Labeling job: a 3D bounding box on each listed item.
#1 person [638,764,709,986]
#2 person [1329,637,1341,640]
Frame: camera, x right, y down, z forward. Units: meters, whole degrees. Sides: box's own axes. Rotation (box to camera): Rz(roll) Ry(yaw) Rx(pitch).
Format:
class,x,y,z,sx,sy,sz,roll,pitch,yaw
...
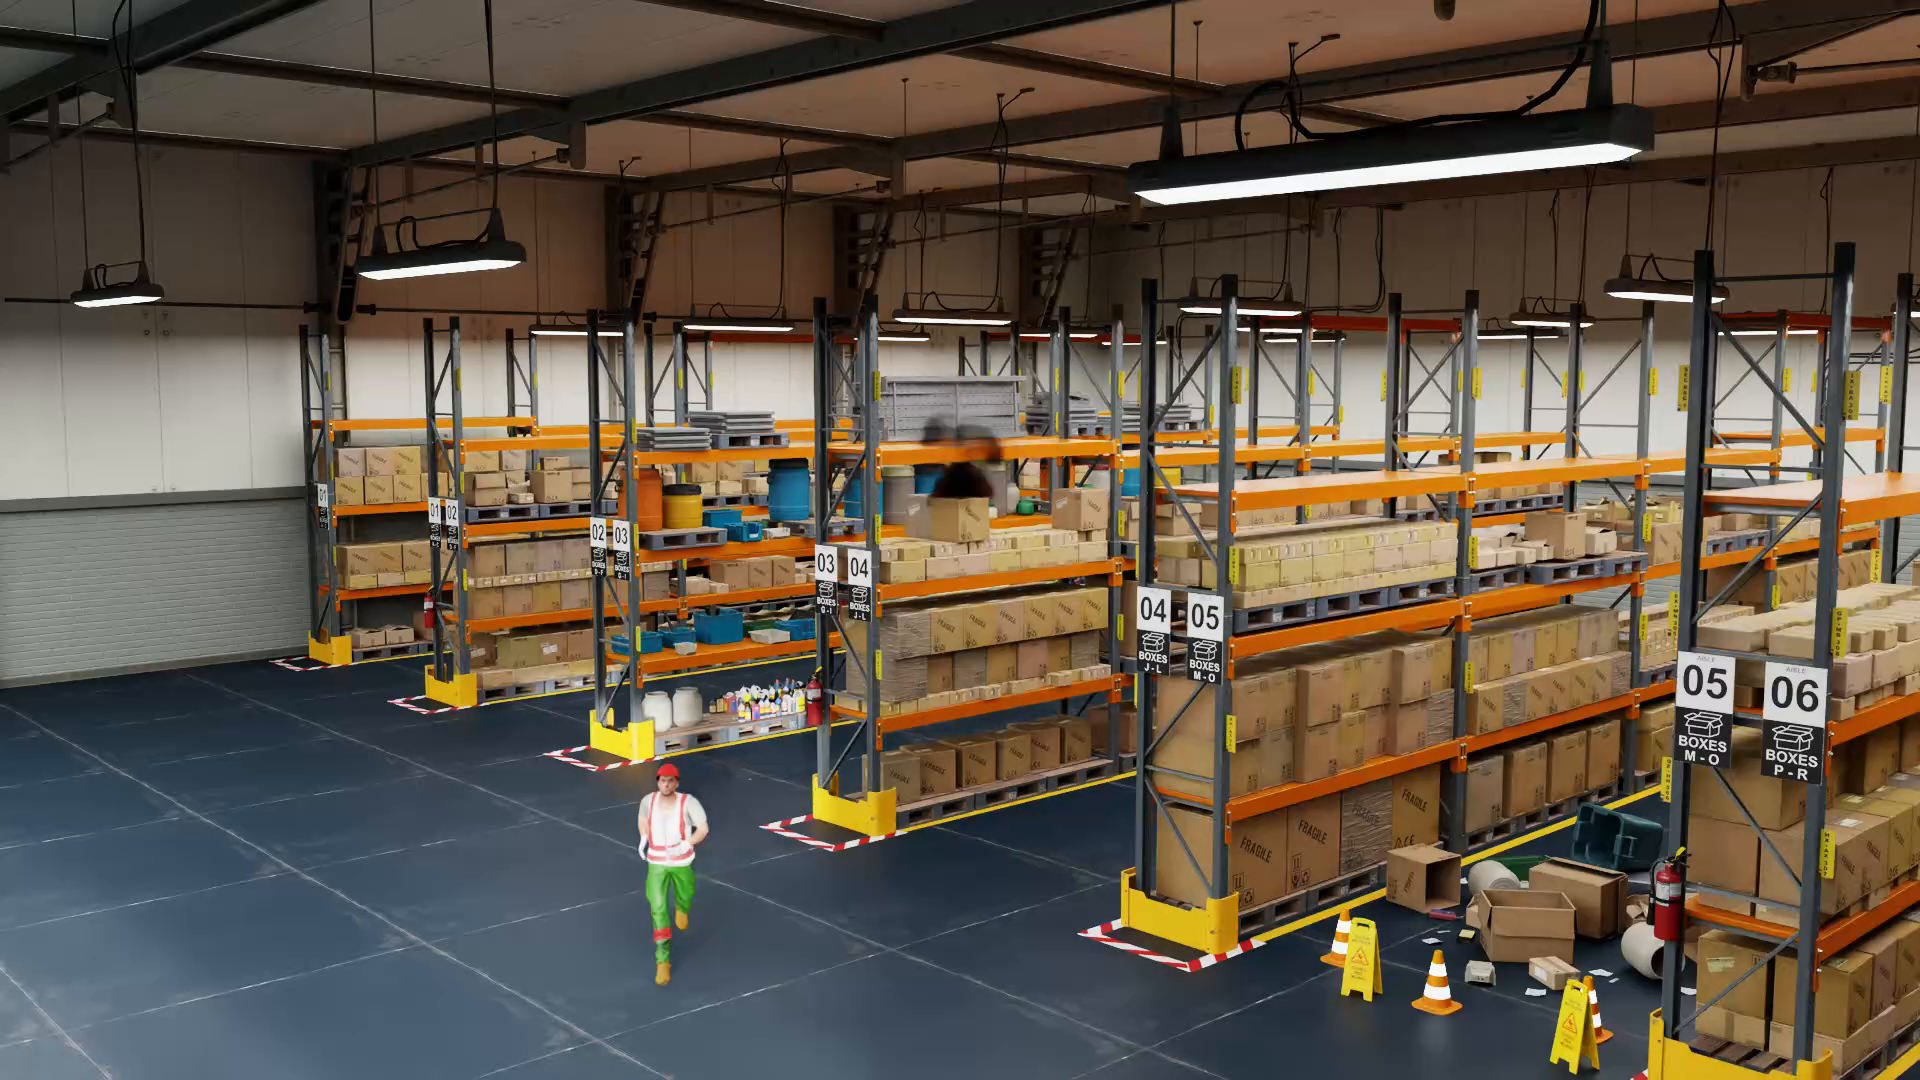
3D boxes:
class,x,y,z,sx,sy,sz,roll,pitch,yaw
person,-2.504,2.829,14.519,0.626,1.801,1.106,-1,6,-6
person,5.010,2.045,22.189,0.788,1.840,0.668,-5,8,-43
